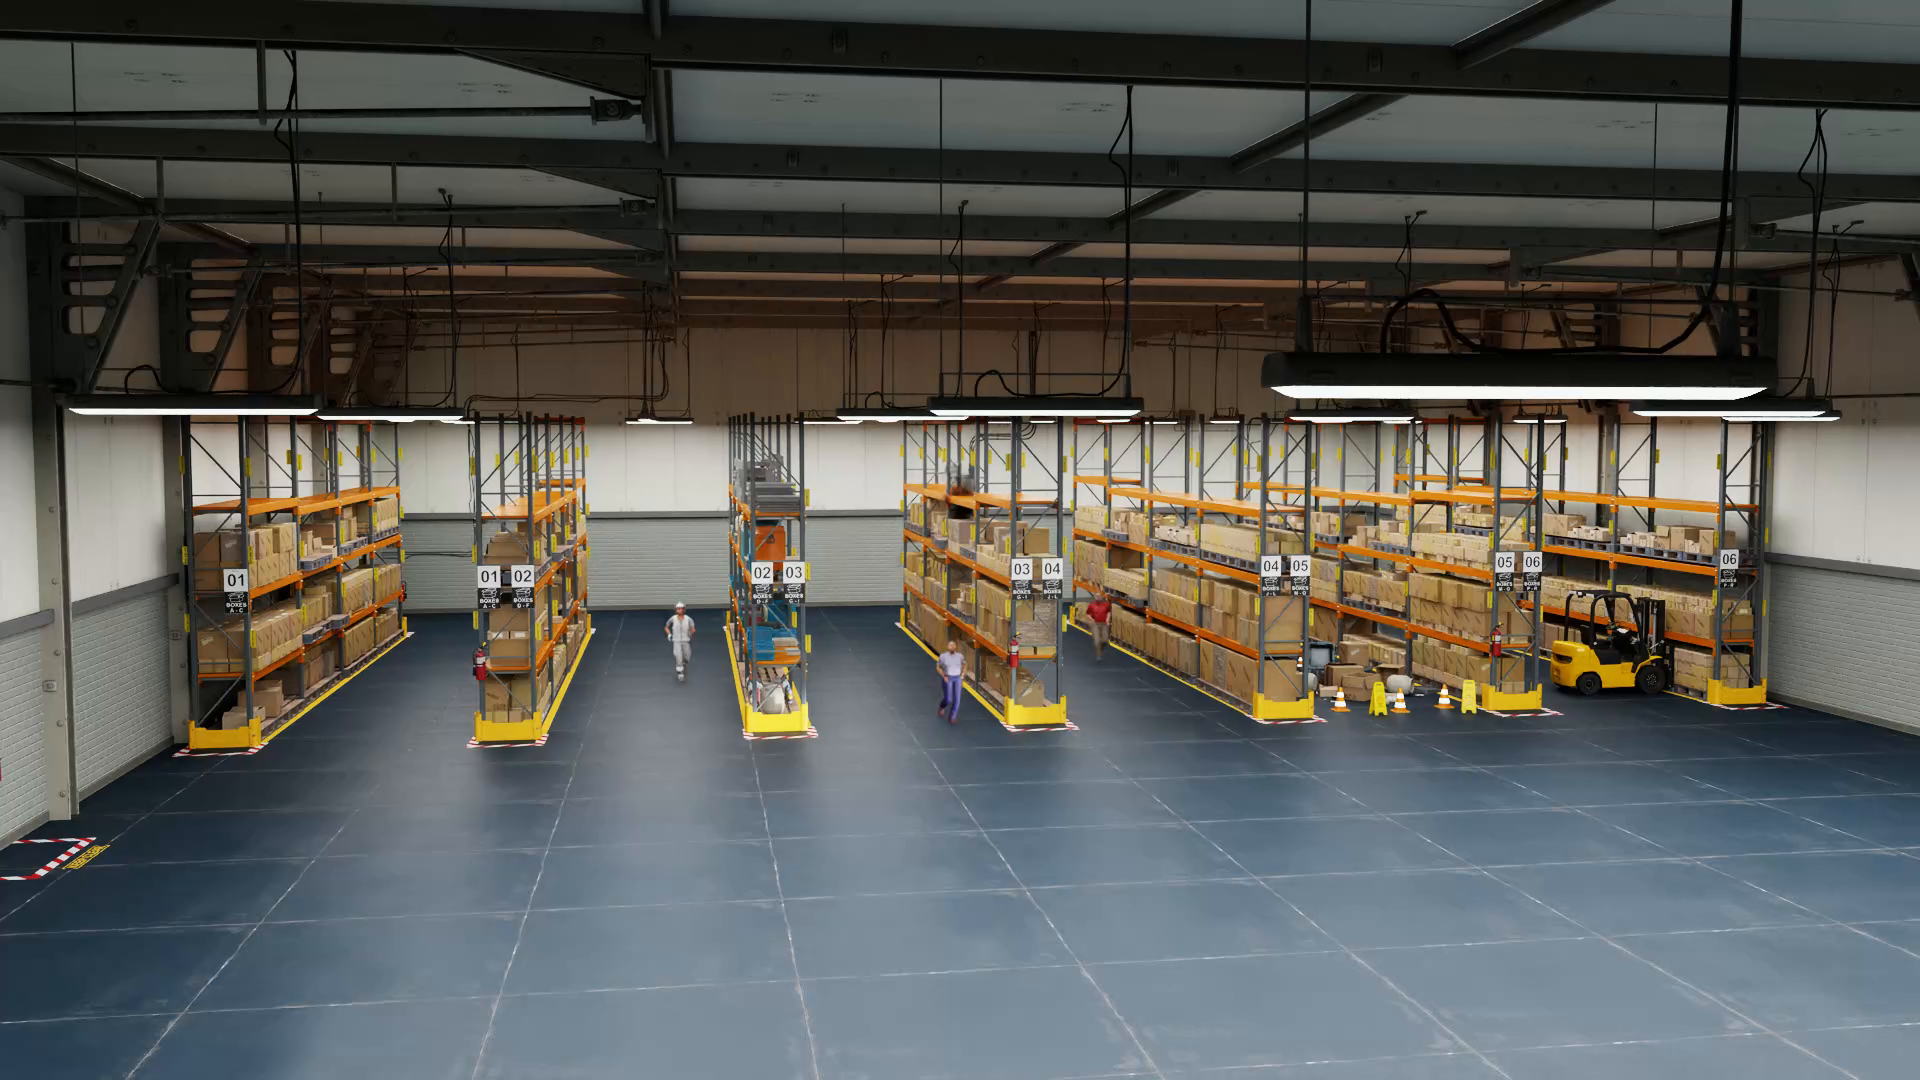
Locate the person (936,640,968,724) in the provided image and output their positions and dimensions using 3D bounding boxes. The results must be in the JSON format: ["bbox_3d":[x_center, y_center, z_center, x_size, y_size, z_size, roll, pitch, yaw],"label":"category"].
[{"bbox_3d":[-0.123,2.752,32.301,0.621,1.577,0.586,-1,4,-12],"label":"person"}]

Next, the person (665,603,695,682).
[{"bbox_3d":[-6.309,2.299,37.531,0.663,1.748,0.780,-1,4,-17],"label":"person"}]

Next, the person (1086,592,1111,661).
[{"bbox_3d":[3.402,2.116,40.572,0.638,1.681,0.586,0,4,-5],"label":"person"}]
